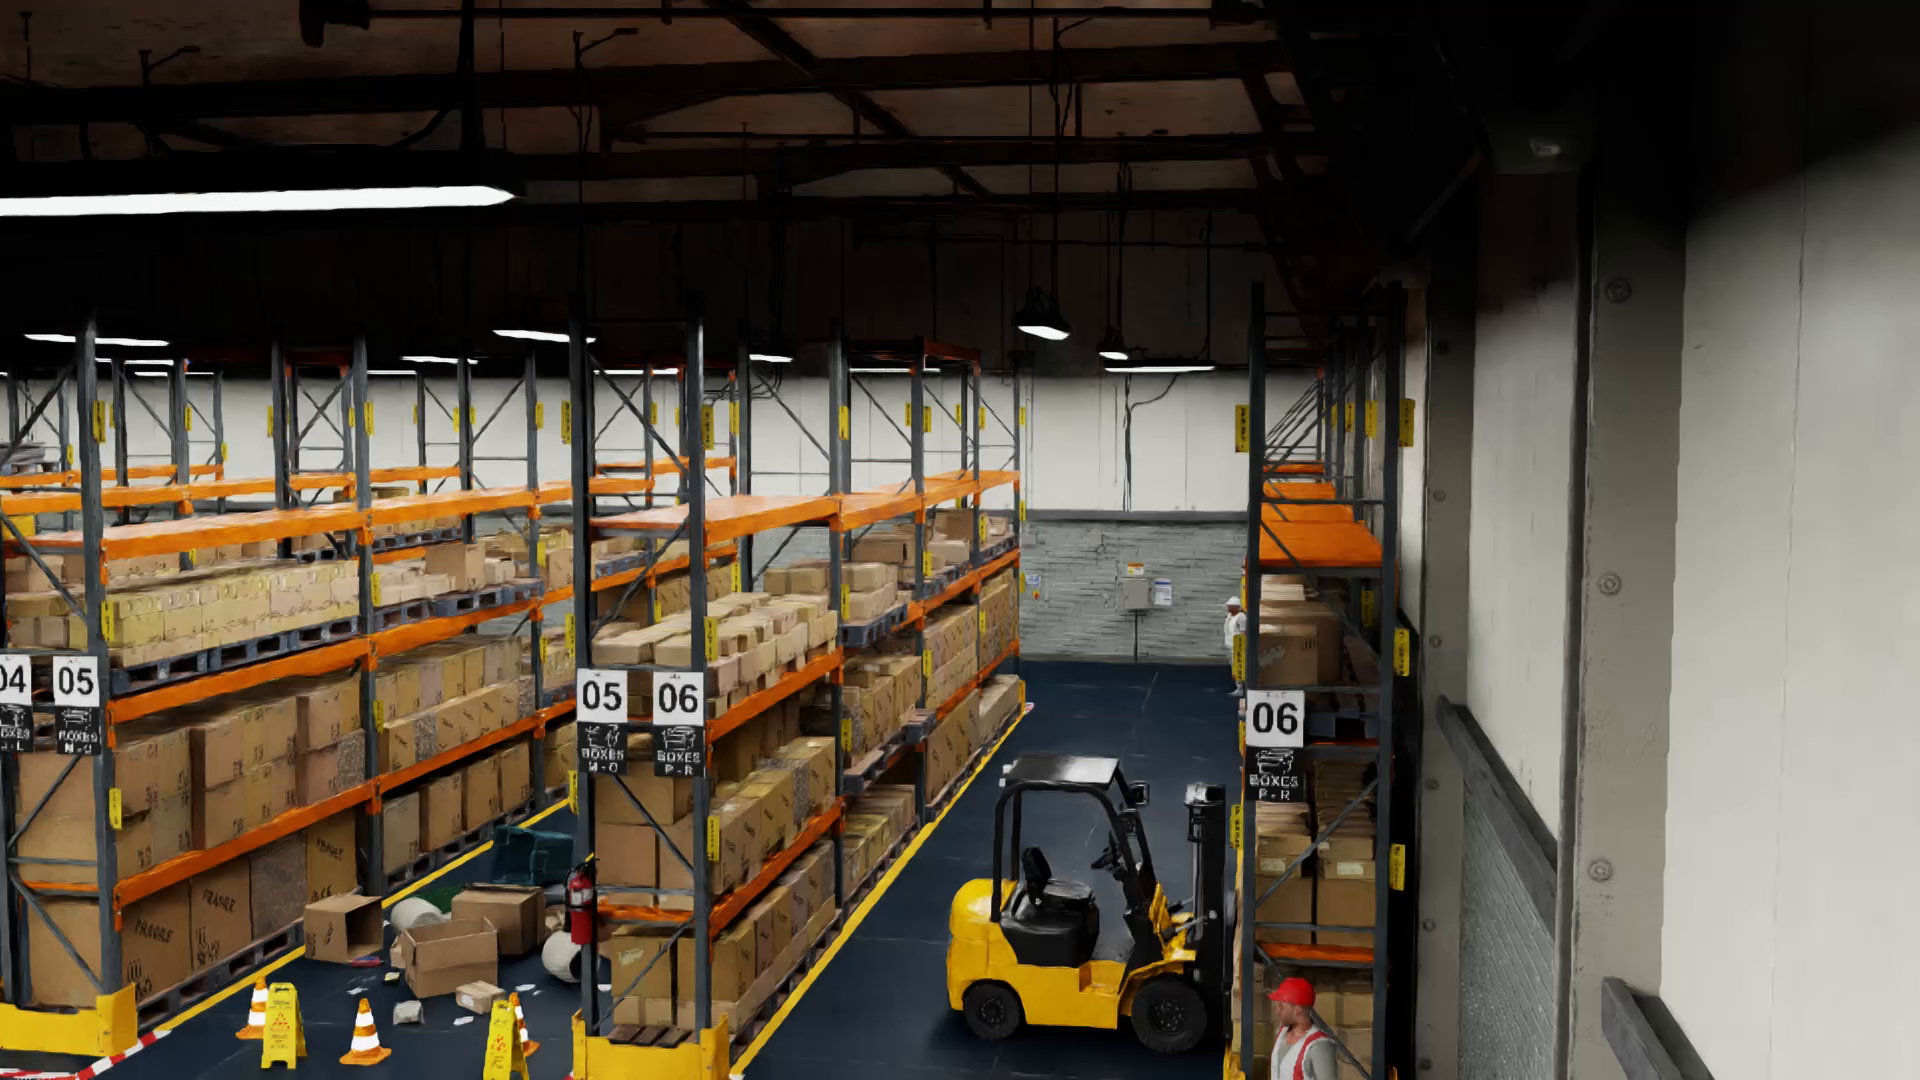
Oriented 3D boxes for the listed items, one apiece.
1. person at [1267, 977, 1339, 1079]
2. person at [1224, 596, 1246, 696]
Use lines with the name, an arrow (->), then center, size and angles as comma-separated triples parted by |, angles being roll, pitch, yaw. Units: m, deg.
person -> 2.094, 3.475, 9.836 | 0.459, 1.779, 0.703 | -2, 5, -23
person -> 4.972, 1.892, 29.530 | 0.473, 1.777, 0.709 | -2, 5, -19
